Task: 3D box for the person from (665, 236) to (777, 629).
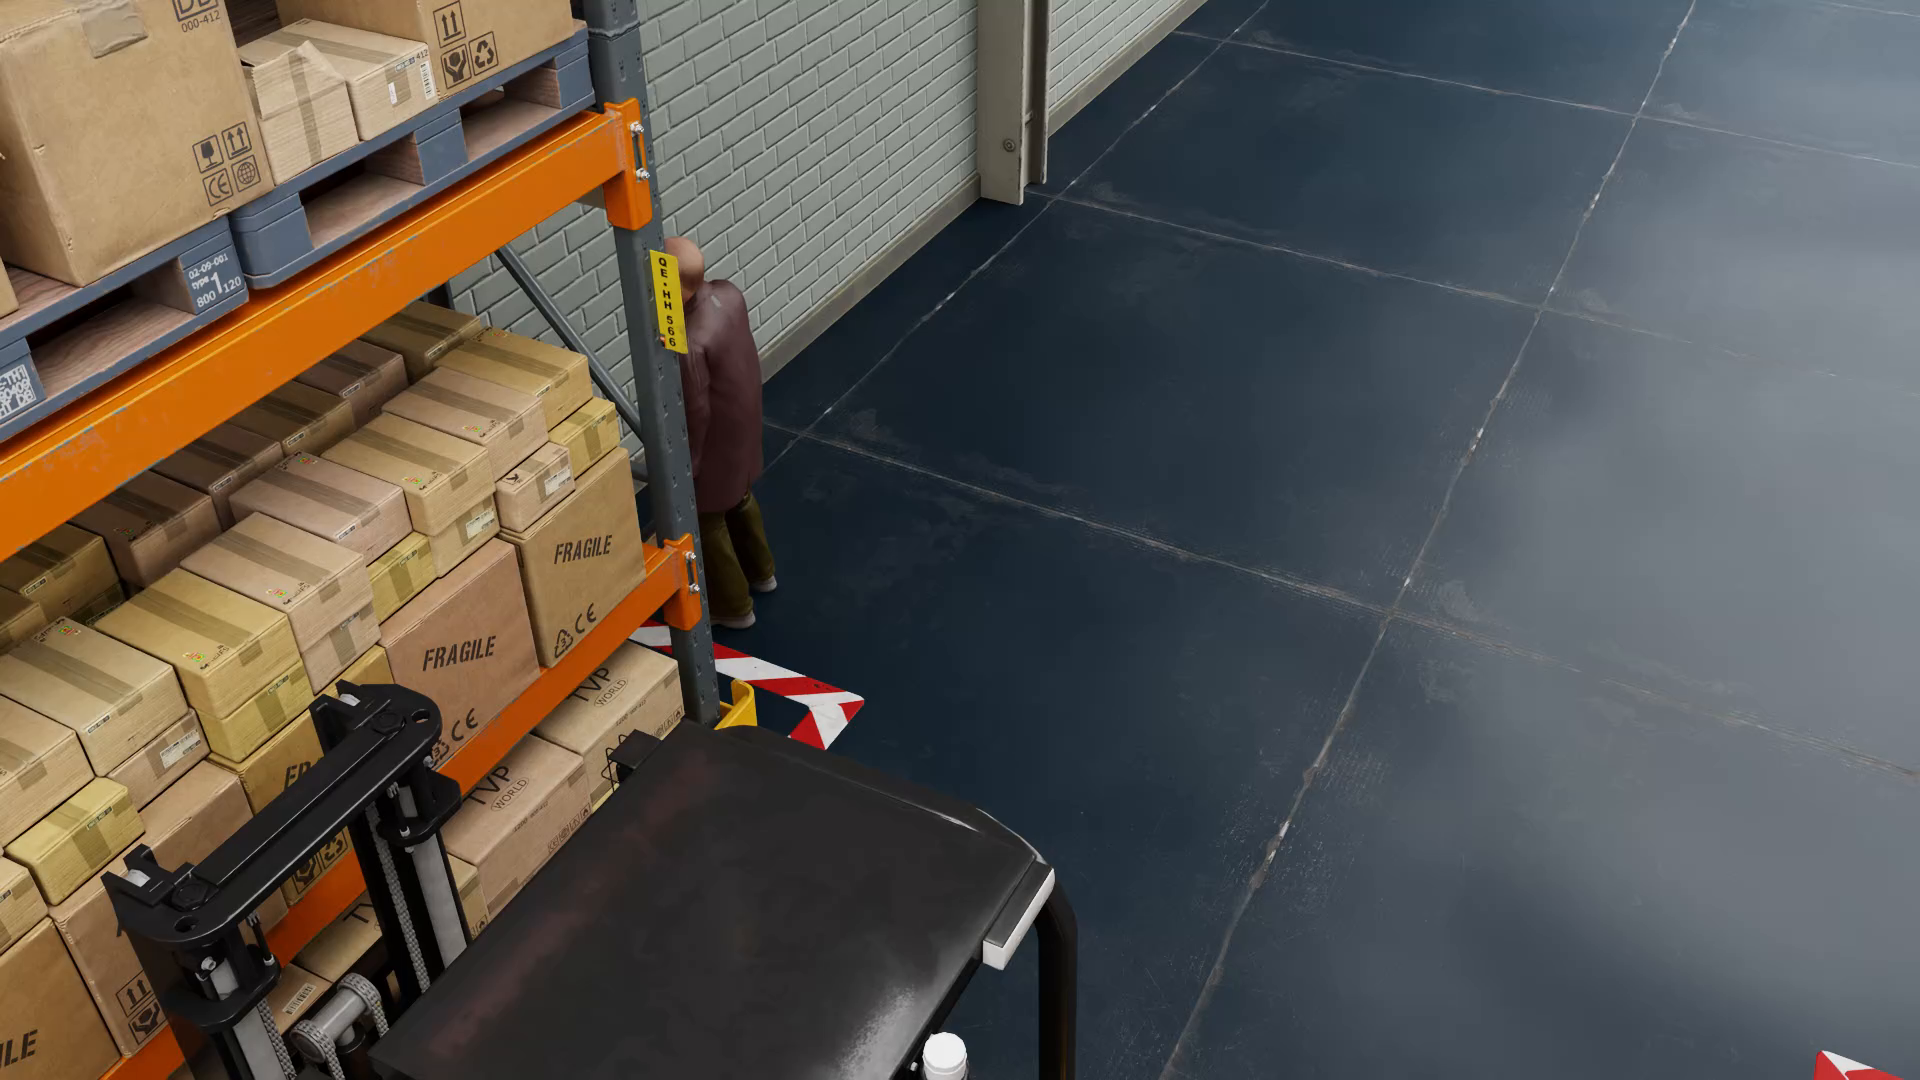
[{"bbox_3d":[-1.007,-0.419,6.710,0.429,1.773,0.652,10,39,13],"label":"person"}]
